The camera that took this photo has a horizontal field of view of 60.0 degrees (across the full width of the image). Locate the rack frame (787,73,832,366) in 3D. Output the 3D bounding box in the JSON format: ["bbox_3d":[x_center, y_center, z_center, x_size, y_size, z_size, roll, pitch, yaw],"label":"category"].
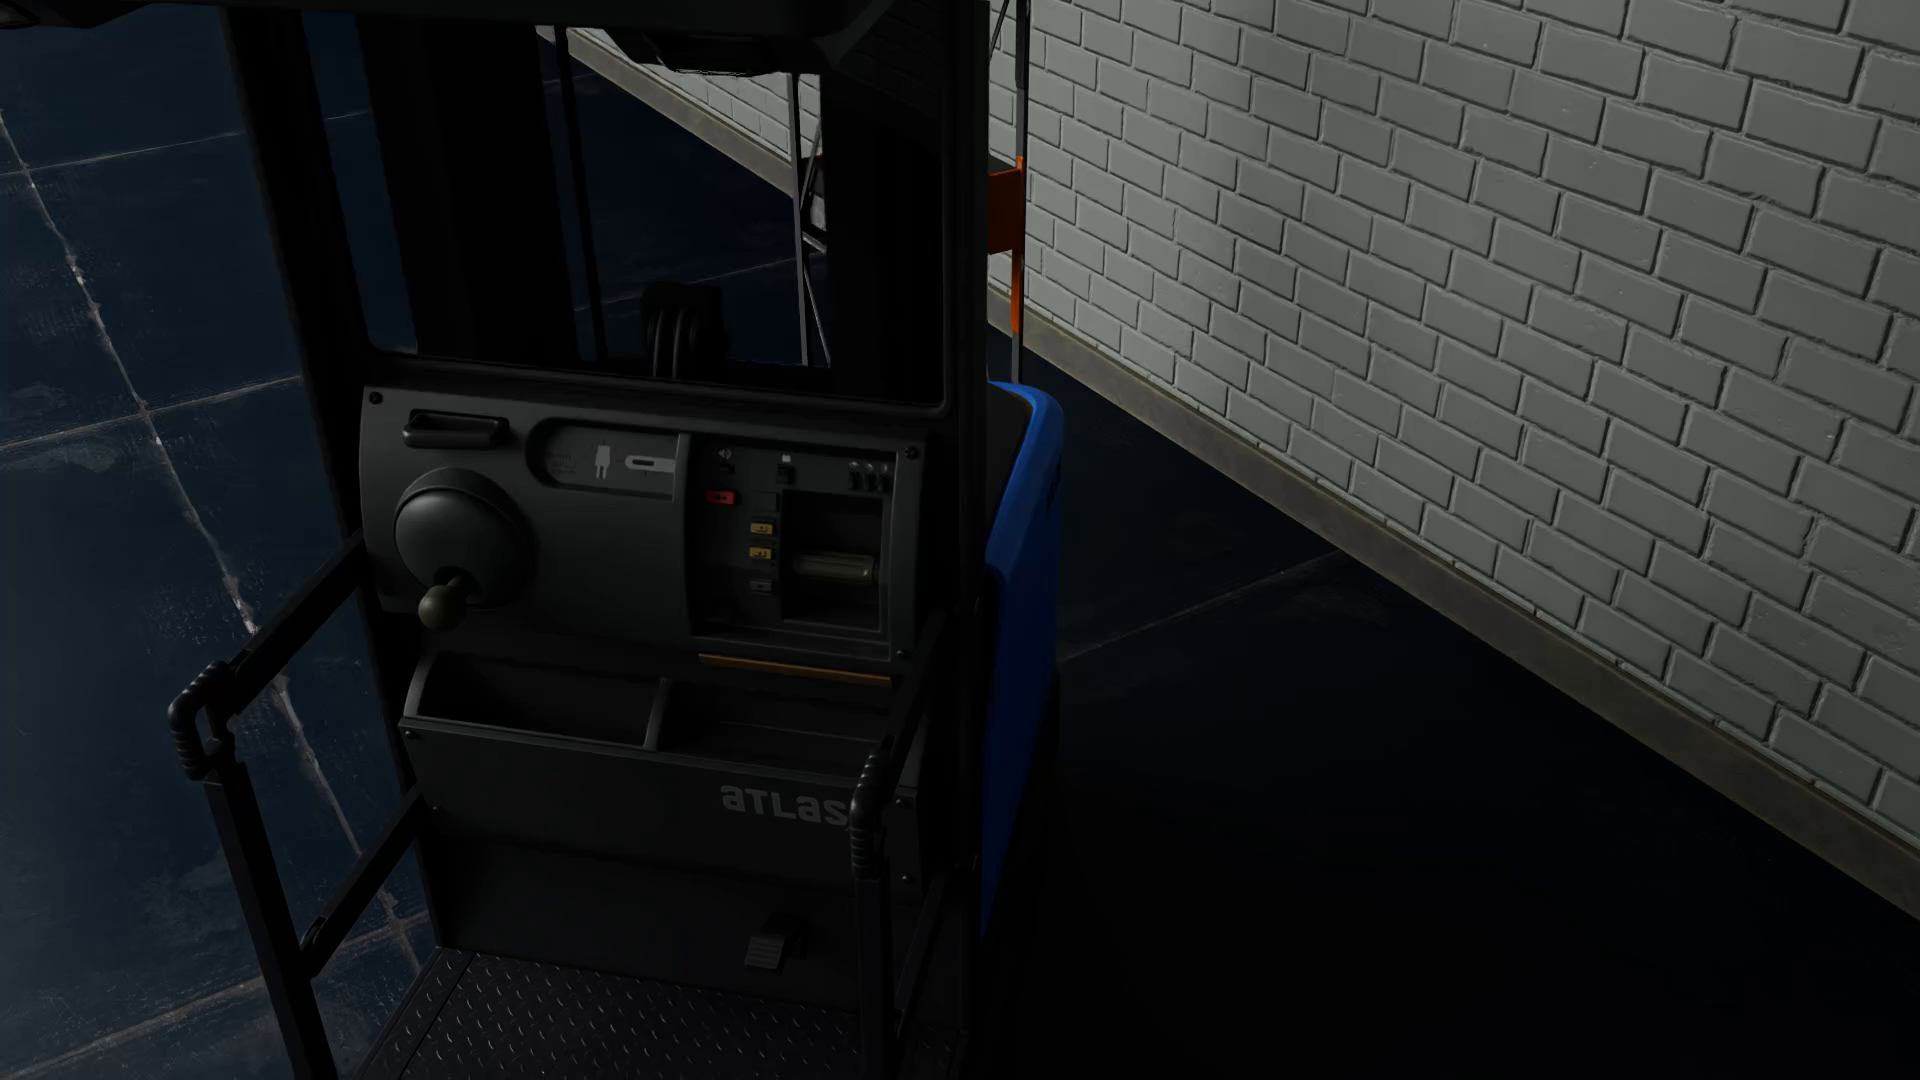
[{"bbox_3d":[-0.344,-0.770,4.502,0.015,2.100,0.400,-19,37,-27],"label":"rack frame"}]

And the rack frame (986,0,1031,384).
[{"bbox_3d":[0.066,-0.911,4.726,0.015,2.100,0.400,-19,37,-27],"label":"rack frame"}]

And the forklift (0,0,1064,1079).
[{"bbox_3d":[-0.552,0.033,2.450,1.130,2.935,3.031,6,33,10],"label":"forklift"}]

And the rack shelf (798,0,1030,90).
[{"bbox_3d":[-0.139,-1.421,4.248,0.480,0.518,0.431,-19,37,-27],"label":"rack shelf"}]

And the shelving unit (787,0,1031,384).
[{"bbox_3d":[-0.139,-0.840,4.614,0.503,2.100,0.431,-19,37,-27],"label":"shelving unit"}]

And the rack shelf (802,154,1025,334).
[{"bbox_3d":[-0.139,-0.829,4.621,0.480,0.518,0.431,-19,37,-27],"label":"rack shelf"}]
